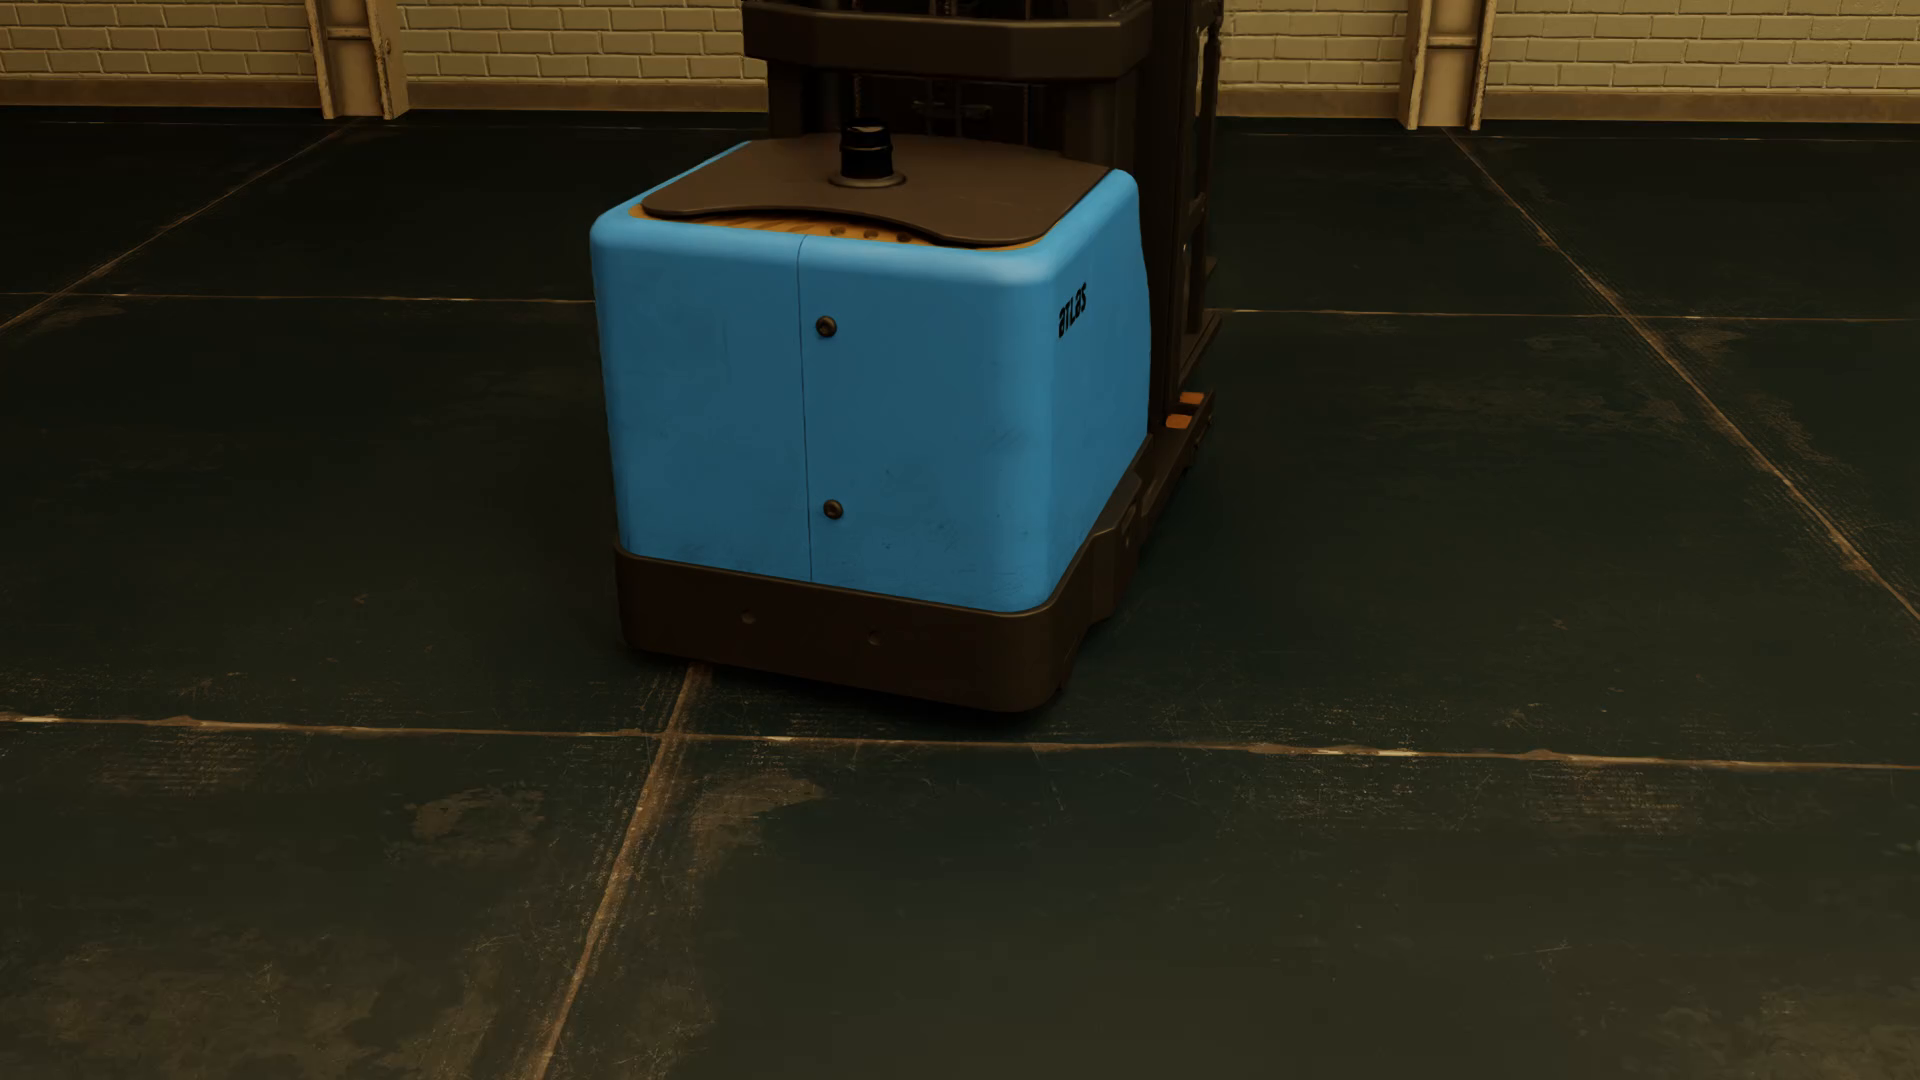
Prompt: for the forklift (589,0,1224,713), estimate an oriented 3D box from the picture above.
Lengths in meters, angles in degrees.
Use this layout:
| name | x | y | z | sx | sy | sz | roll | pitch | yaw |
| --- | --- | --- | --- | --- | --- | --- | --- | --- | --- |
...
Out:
| name | x | y | z | sx | sy | sz | roll | pitch | yaw |
| --- | --- | --- | --- | --- | --- | --- | --- | --- | --- |
| forklift | 0.148 | -1.571 | 4.394 | 1.130 | 2.935 | 3.031 | 8 | 27 | 16 |
